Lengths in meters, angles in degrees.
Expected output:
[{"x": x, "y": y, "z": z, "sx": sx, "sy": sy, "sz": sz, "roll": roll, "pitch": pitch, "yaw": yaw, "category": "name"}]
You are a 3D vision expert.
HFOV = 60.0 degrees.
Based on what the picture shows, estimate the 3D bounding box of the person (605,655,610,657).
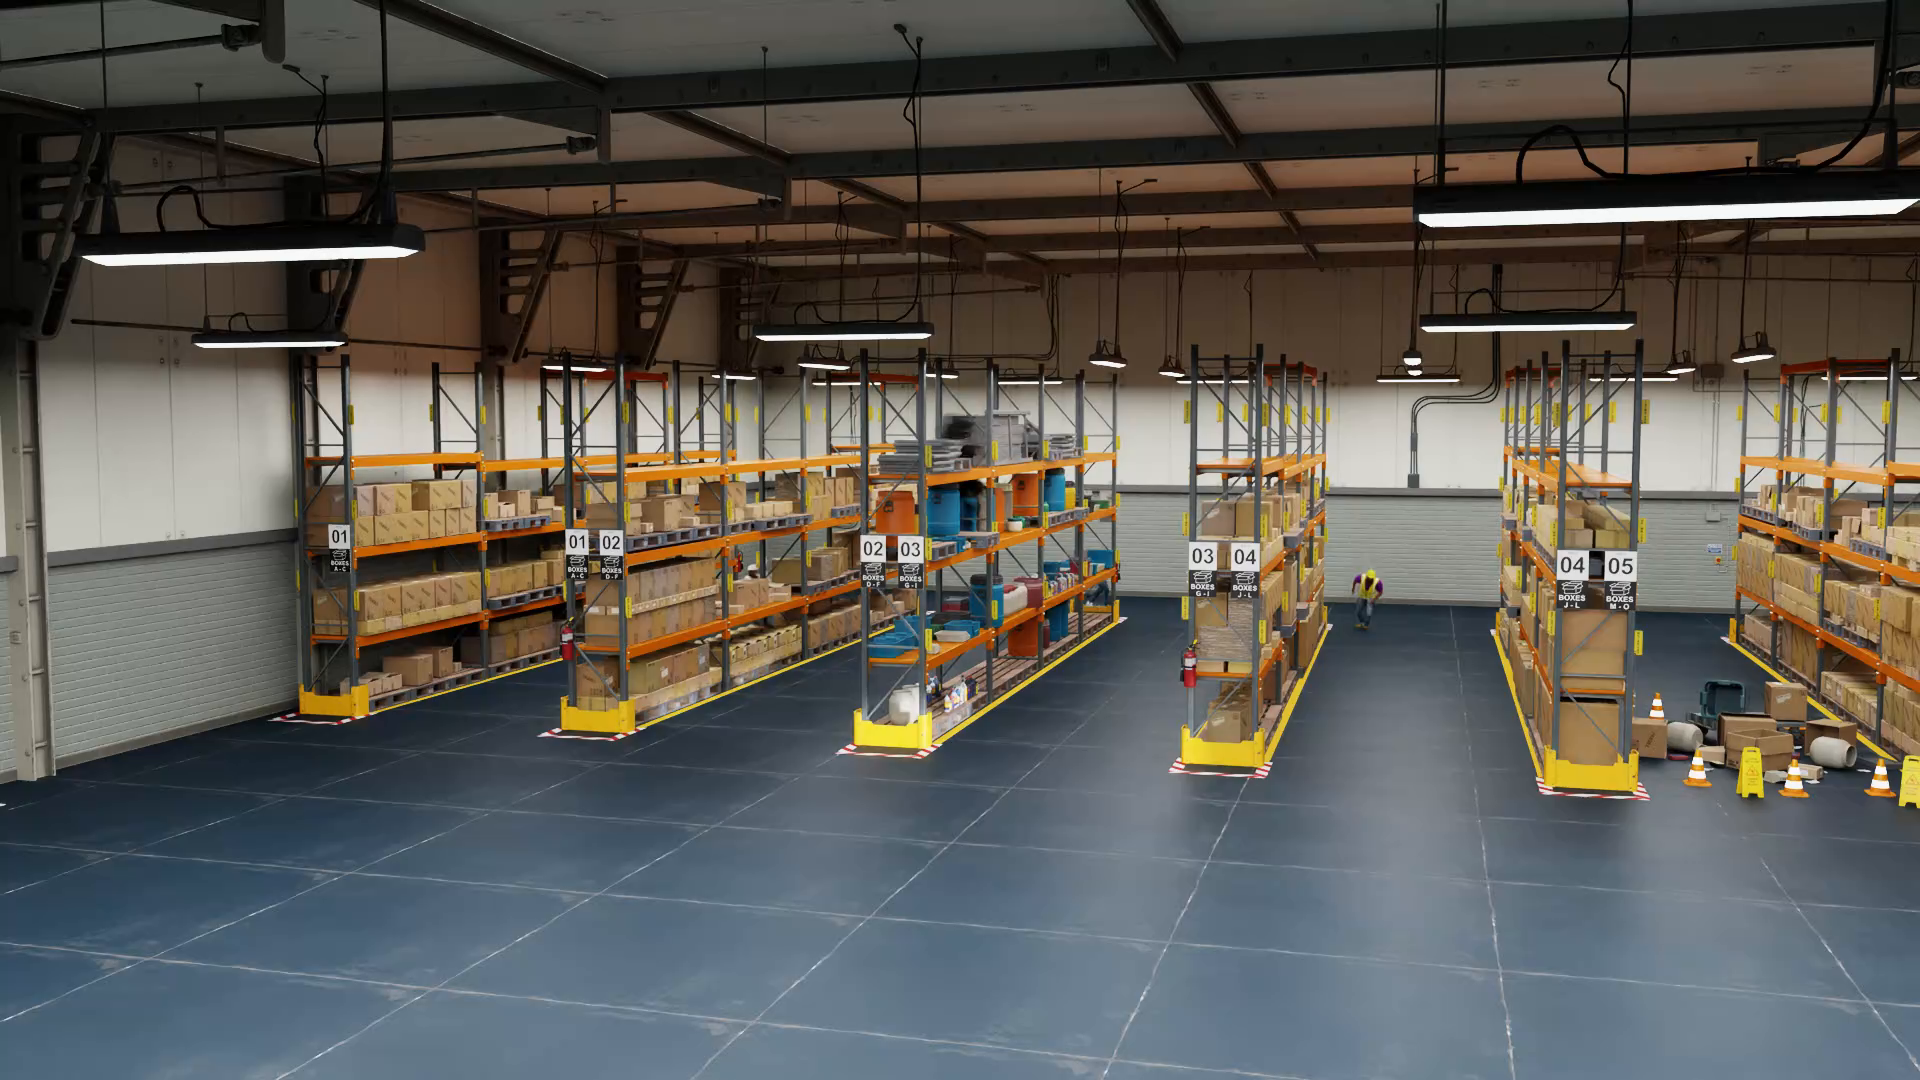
[{"x": -6.321, "y": 1.855, "z": 30.622, "sx": 0.653, "sy": 1.733, "sz": 0.715, "roll": 1, "pitch": 4, "yaw": 7, "category": "person"}]

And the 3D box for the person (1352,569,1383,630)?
[{"x": 9.417, "y": 1.379, "z": 38.525, "sx": 0.760, "sy": 1.470, "sz": 0.974, "roll": 2, "pitch": 5, "yaw": 23, "category": "person"}]

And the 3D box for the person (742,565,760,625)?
[{"x": -4.603, "y": 1.368, "z": 37.493, "sx": 0.724, "sy": 1.653, "sz": 0.819, "roll": 0, "pitch": 4, "yaw": 5, "category": "person"}]

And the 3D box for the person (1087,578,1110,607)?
[{"x": 3.677, "y": 1.019, "z": 43.006, "sx": 0.747, "sy": 1.557, "sz": 0.522, "roll": 4, "pitch": 6, "yaw": 42, "category": "person"}]
